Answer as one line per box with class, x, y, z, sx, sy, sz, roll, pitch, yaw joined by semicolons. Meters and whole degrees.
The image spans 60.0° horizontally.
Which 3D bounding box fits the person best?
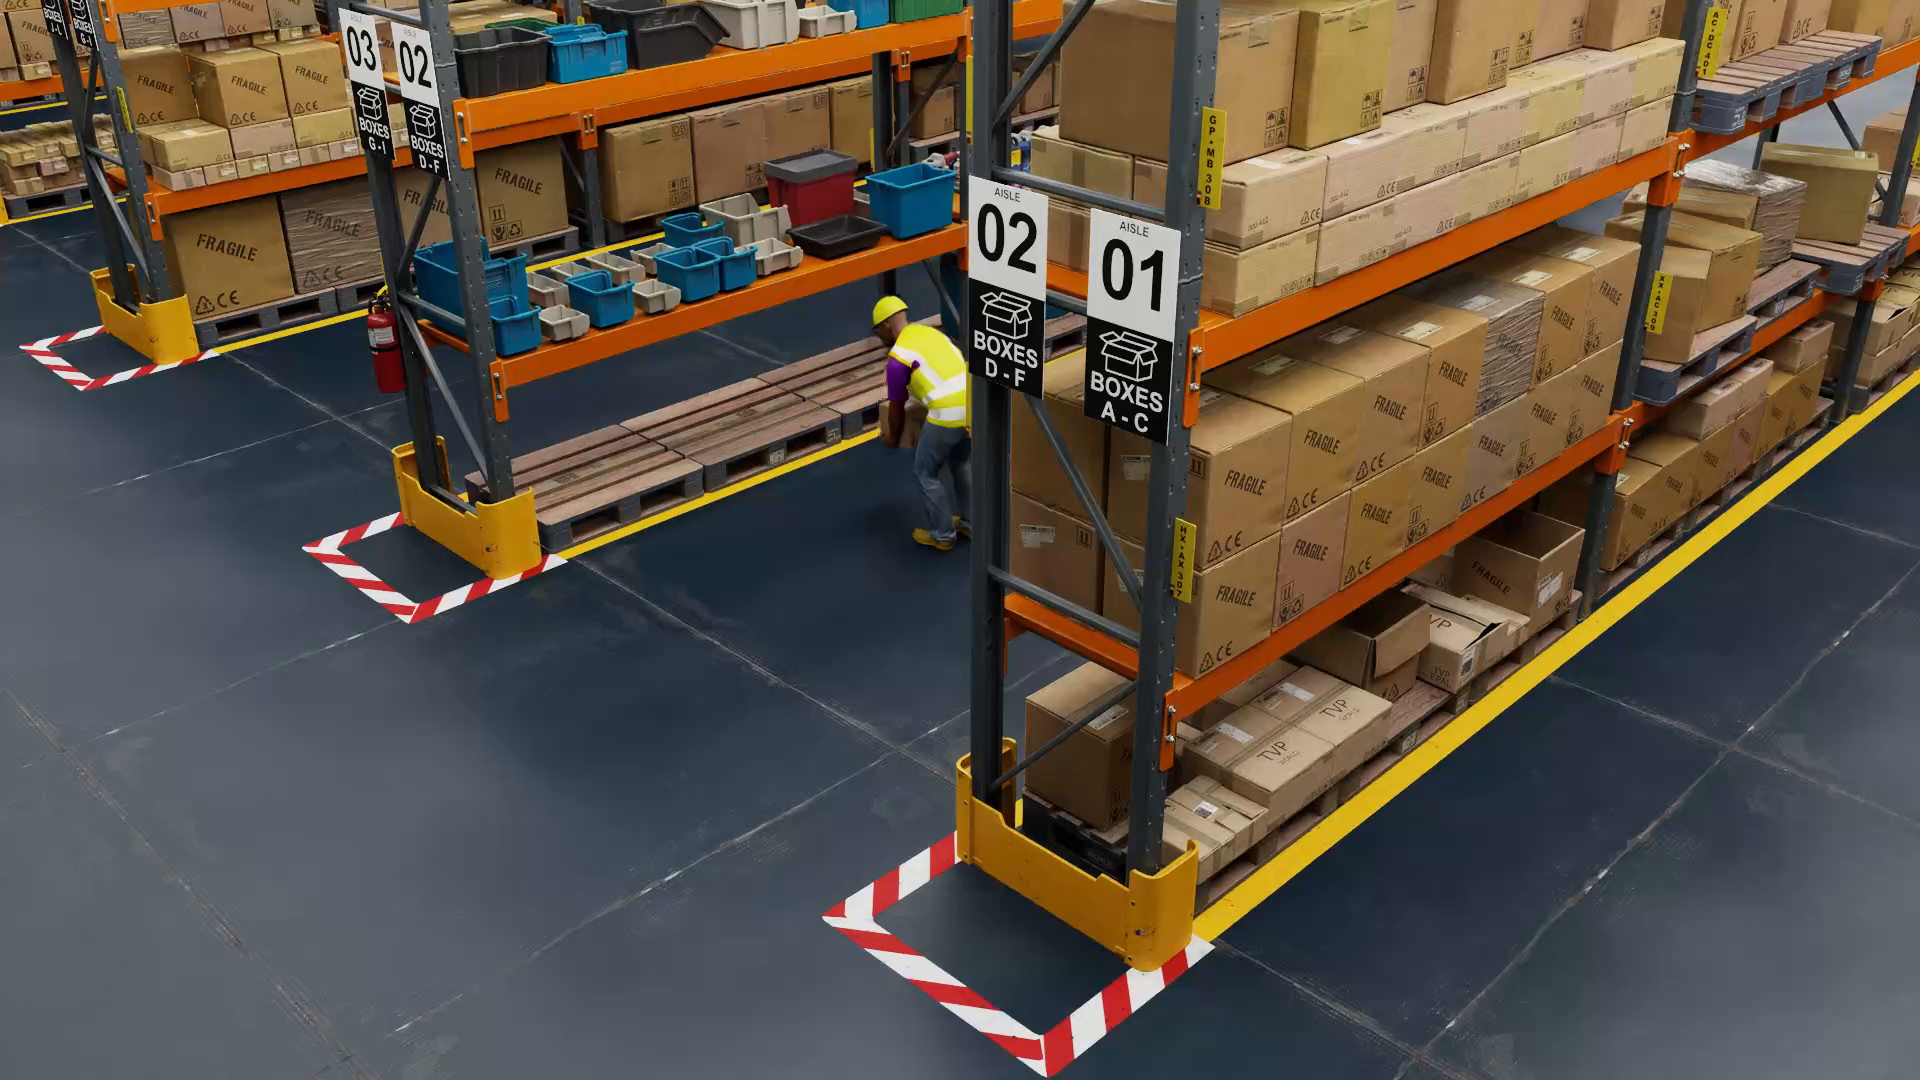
person;-0.210;-0.729;10.276;0.827;1.497;0.488;23;36;37
